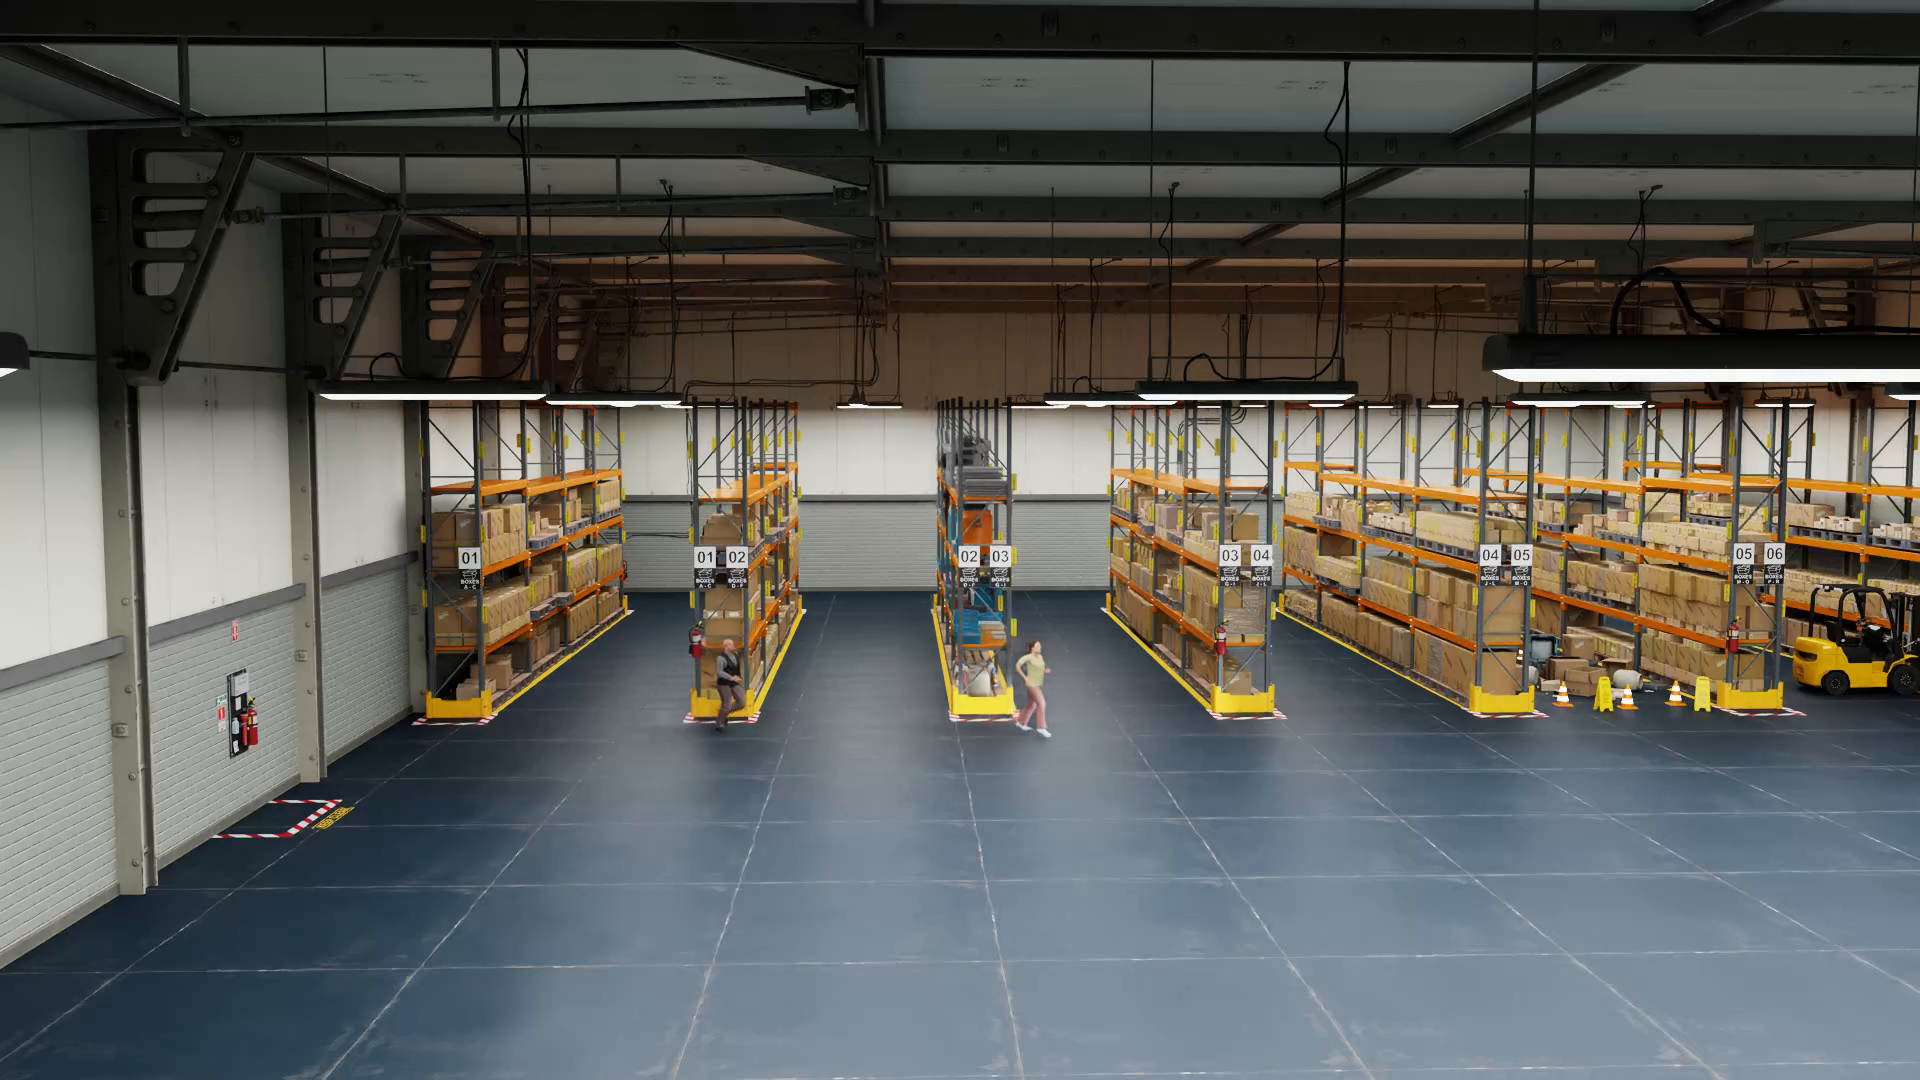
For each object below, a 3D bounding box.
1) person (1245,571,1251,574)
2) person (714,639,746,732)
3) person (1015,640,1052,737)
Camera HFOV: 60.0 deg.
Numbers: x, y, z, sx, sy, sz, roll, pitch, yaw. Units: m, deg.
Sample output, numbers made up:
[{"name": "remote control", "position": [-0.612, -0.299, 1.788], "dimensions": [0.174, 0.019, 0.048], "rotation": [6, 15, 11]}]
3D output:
[{"name": "person", "position": [8.033, 1.310, 46.410], "dimensions": [0.580, 1.750, 0.715], "rotation": [0, 4, 3]}, {"name": "person", "position": [-4.077, 2.598, 29.660], "dimensions": [0.671, 1.678, 0.691], "rotation": [3, 5, 35]}, {"name": "person", "position": [1.305, 2.605, 29.434], "dimensions": [0.776, 1.700, 0.577], "rotation": [3, 5, 34]}]
